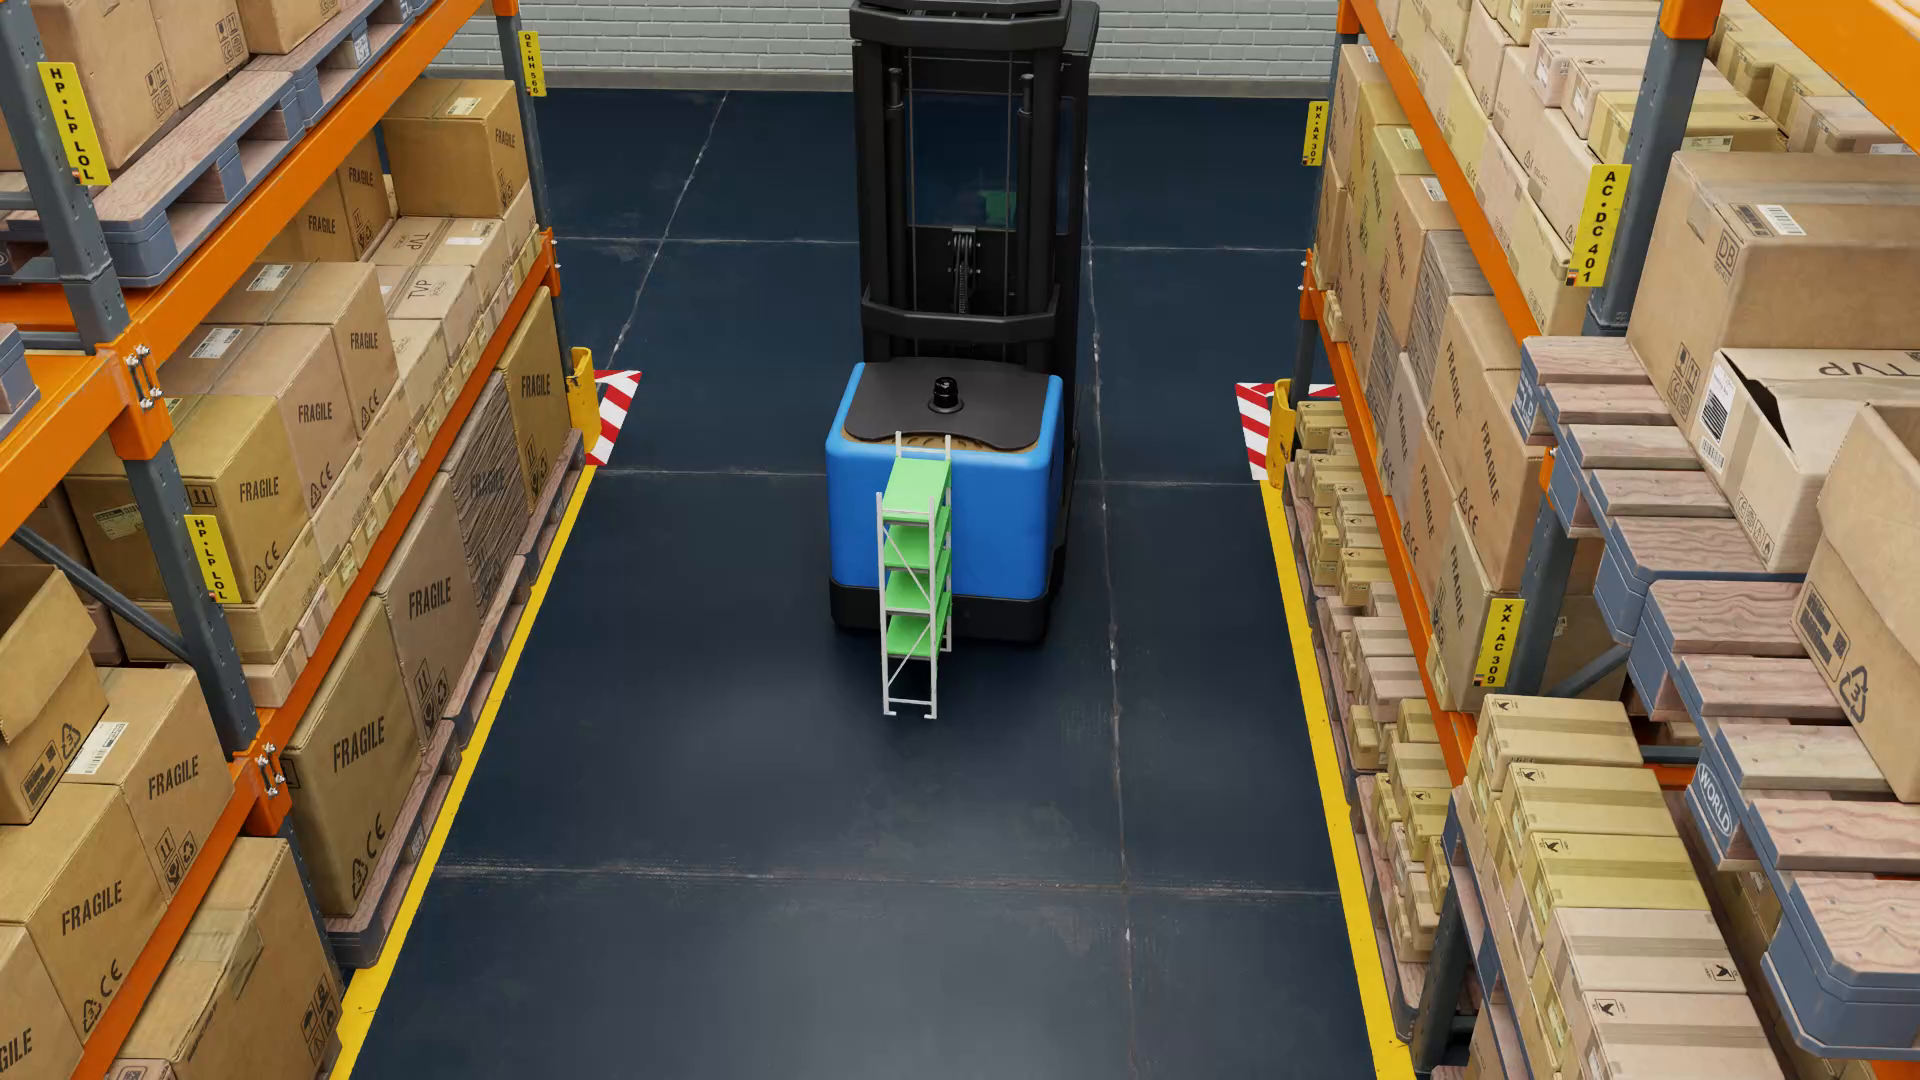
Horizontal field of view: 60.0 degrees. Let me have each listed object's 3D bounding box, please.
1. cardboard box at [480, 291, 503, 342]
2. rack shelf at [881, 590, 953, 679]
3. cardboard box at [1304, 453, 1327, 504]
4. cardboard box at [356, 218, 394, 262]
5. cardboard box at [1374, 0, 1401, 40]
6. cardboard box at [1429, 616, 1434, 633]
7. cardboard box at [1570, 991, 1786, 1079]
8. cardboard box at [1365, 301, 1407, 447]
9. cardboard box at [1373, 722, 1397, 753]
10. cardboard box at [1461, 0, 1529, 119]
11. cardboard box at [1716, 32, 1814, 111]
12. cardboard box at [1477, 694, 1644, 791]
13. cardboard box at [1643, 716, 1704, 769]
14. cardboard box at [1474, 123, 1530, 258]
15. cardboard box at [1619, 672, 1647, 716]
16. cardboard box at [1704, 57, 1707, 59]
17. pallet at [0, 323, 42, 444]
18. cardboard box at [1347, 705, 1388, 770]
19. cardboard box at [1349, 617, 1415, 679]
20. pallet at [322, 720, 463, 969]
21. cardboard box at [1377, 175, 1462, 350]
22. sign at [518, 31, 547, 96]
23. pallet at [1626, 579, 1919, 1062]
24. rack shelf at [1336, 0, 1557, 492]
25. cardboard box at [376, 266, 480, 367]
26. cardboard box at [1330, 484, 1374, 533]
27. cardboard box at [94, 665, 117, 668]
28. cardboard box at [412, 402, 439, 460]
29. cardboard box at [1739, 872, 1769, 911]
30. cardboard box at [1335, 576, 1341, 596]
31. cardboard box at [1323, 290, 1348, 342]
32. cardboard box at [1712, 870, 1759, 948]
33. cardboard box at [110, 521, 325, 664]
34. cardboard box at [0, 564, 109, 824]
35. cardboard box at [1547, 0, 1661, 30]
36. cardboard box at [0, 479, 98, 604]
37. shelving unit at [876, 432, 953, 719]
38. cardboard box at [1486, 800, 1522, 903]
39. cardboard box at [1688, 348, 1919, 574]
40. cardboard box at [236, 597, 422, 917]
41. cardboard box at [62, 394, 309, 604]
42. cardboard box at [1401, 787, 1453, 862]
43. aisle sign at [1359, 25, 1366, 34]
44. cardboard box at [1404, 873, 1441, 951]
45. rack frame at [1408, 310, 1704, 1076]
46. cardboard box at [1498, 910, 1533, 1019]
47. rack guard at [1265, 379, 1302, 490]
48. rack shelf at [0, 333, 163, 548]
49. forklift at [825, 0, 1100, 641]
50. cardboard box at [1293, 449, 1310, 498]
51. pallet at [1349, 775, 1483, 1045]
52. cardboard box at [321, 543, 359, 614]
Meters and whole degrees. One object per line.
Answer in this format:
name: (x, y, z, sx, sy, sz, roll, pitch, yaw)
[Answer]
cardboard box: (-2.375, -1.051, 7.800, 0.380, 0.149, 0.250, 2, 35, 3)
rack shelf: (-0.193, 0.417, 7.588, 0.258, 0.148, 0.480, 4, 35, 6)
cardboard box: (1.948, -0.307, 8.379, 0.380, 0.149, 0.250, 1, 35, 2)
cardboard box: (-2.962, -1.295, 7.802, 0.500, 0.250, 0.500, 1, 35, 1)
cardboard box: (1.994, -2.242, 6.799, 0.500, 0.250, 0.500, 2, 35, 3)
cardboard box: (1.882, 0.298, 5.881, 0.380, 0.149, 0.250, 3, 35, 4)
cardboard box: (1.617, 1.169, 3.760, 0.380, 0.149, 0.250, 1, 35, 1)
cardboard box: (1.956, -0.660, 6.680, 0.500, 0.500, 0.500, 0, 35, 1)
cardboard box: (1.918, 0.753, 6.871, 0.380, 0.149, 0.250, 2, 35, 3)
cardboard box: (1.946, -1.572, 5.411, 0.500, 0.250, 0.500, 3, 35, 4)
cardboard box: (2.384, -1.329, 4.718, 0.380, 0.149, 0.250, 1, 35, 1)
cardboard box: (1.657, 0.571, 4.611, 0.380, 0.149, 0.250, 3, 35, 4)
cardboard box: (2.471, 0.615, 5.430, 0.380, 0.149, 0.250, 3, 35, 4)
cardboard box: (1.914, -1.073, 5.136, 0.500, 0.250, 0.500, 1, 35, 2)
cardboard box: (2.404, 0.226, 5.420, 0.500, 0.500, 0.500, 1, 35, 1)
cardboard box: (2.416, -1.260, 4.967, 0.500, 0.250, 0.500, 1, 35, 2)
pallet: (-2.807, -0.126, 3.824, 0.805, 0.209, 1.217, 0, 35, 0)
cardboard box: (1.849, 0.834, 7.014, 0.380, 0.149, 0.250, 1, 35, 2)
cardboard box: (1.866, 0.457, 7.033, 0.380, 0.149, 0.250, 0, 35, 0)
pallet: (-2.711, 1.201, 6.804, 1.003, 0.211, 1.213, 1, 35, 2)
cardboard box: (1.936, -1.069, 6.393, 0.500, 0.500, 0.500, 0, 35, 0)
sign: (-2.117, -2.353, 8.223, 0.100, 0.325, 0.005, 1, 35, 2)
pallet: (1.963, 0.465, 2.980, 1.213, 0.211, 1.003, 1, 35, 2)
rack shelf: (2.213, -1.415, 6.117, 1.077, 0.370, 4.000, 1, 35, 2)
cardboard box: (-2.454, -0.995, 7.375, 0.500, 0.250, 0.500, 0, 35, 0)
cardboard box: (1.976, -0.139, 7.881, 0.380, 0.149, 0.250, 0, 35, 0)
cardboard box: (-3.134, 0.415, 5.715, 0.380, 0.149, 0.250, 2, 35, 2)
cardboard box: (-2.414, -0.460, 6.960, 0.380, 0.149, 0.250, 0, 35, 1)
cardboard box: (2.304, 0.861, 4.456, 0.380, 0.149, 0.250, 2, 35, 2)
cardboard box: (1.986, 0.246, 7.852, 0.380, 0.149, 0.250, 1, 35, 2)
cardboard box: (1.920, -1.049, 7.798, 0.380, 0.149, 0.250, 0, 35, 1)
cardboard box: (2.305, 0.980, 4.545, 0.380, 0.149, 0.250, 2, 35, 2)
cardboard box: (-2.539, 0.171, 5.716, 0.500, 0.250, 0.500, 1, 35, 1)
cardboard box: (-2.837, 0.411, 4.543, 0.797, 0.503, 0.637, 0, 35, 1)
cardboard box: (1.969, -1.494, 4.953, 0.380, 0.149, 0.250, 3, 35, 4)
cardboard box: (-3.068, -0.143, 5.509, 0.500, 0.500, 0.500, 2, 35, 3)
shelving unit: (-0.193, 0.168, 7.413, 0.258, 1.200, 0.503, 4, 35, 6)
cardboard box: (1.649, 0.841, 4.484, 0.380, 0.149, 0.250, 1, 35, 1)
cardboard box: (1.887, -0.194, 3.467, 0.500, 0.311, 0.500, 1, 35, 1)
cardboard box: (-2.713, 0.815, 6.410, 0.875, 0.875, 0.875, 1, 35, 2)
cardboard box: (-2.545, -0.142, 5.508, 0.500, 0.500, 0.500, 1, 35, 2)
cardboard box: (1.857, 1.060, 6.175, 0.380, 0.149, 0.250, 2, 35, 2)
aisle sign: (1.996, -2.743, 7.729, 0.394, 0.787, 0.004, 1, 35, 2)
cardboard box: (1.828, 1.352, 6.019, 0.380, 0.149, 0.250, 2, 35, 3)
rack frame: (2.133, 0.667, 5.137, 1.000, 3.000, 0.127, 1, 35, 2)
cardboard box: (1.638, 1.117, 4.351, 0.380, 0.149, 0.250, 2, 35, 2)
rack guard: (2.290, -0.564, 9.064, 1.175, 0.500, 0.348, 1, 35, 2)
rack shelf: (-2.900, 0.711, 3.092, 1.077, 0.370, 4.000, 1, 35, 2)
forklift: (0.082, -1.554, 8.357, 1.130, 2.935, 3.031, 4, 35, 6)
cardboard box: (1.952, -0.342, 8.688, 0.380, 0.149, 0.250, 2, 35, 3)
pallet: (2.124, 1.422, 6.489, 1.003, 0.211, 1.213, 1, 35, 2)
cardboard box: (-2.455, 0.133, 6.116, 0.380, 0.149, 0.250, 2, 35, 3)
